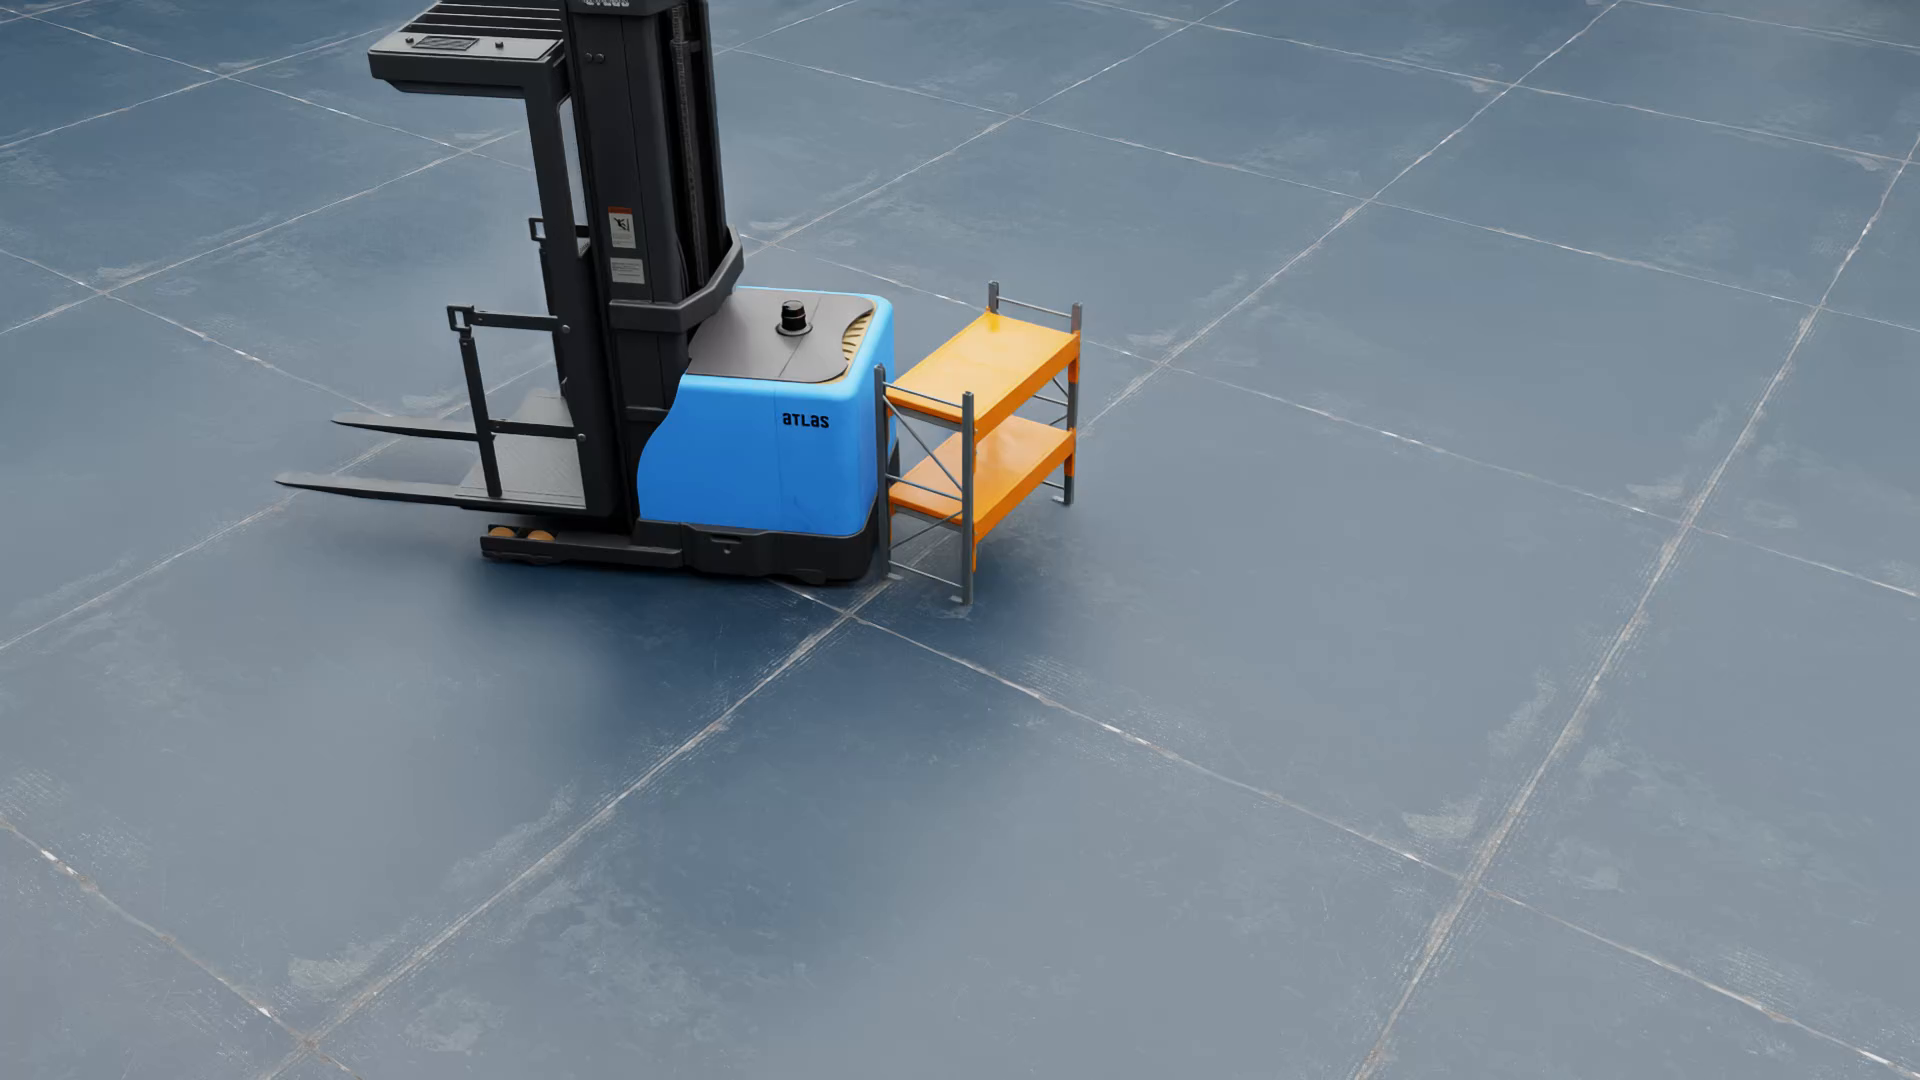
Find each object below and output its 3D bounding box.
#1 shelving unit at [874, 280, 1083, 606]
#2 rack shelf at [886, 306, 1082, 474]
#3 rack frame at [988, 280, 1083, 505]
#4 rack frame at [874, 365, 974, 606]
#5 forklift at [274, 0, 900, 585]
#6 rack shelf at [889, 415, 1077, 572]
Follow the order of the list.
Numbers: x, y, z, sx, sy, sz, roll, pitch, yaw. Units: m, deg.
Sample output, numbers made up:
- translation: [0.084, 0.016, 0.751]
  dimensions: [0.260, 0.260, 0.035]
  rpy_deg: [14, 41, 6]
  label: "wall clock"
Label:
- translation: [0.100, -0.479, 7.954]
  dimensions: [0.538, 1.125, 1.048]
  rpy_deg: [19, 38, 25]
  label: "shelving unit"
- translation: [0.100, -0.721, 7.790]
  dimensions: [0.538, 0.278, 1.000]
  rpy_deg: [19, 38, 25]
  label: "rack shelf"
- translation: [0.361, -0.723, 8.316]
  dimensions: [0.500, 1.125, 0.032]
  rpy_deg: [19, 38, 25]
  label: "rack frame"
- translation: [-0.161, -0.235, 7.593]
  dimensions: [0.500, 1.125, 0.032]
  rpy_deg: [19, 38, 25]
  label: "rack frame"
- translation: [-1.874, -1.378, 7.672]
  dimensions: [3.031, 2.935, 1.130]
  rpy_deg: [5, 34, 7]
  label: "forklift"
- translation: [0.100, -0.276, 8.091]
  dimensions: [0.538, 0.278, 1.000]
  rpy_deg: [19, 38, 25]
  label: "rack shelf"
